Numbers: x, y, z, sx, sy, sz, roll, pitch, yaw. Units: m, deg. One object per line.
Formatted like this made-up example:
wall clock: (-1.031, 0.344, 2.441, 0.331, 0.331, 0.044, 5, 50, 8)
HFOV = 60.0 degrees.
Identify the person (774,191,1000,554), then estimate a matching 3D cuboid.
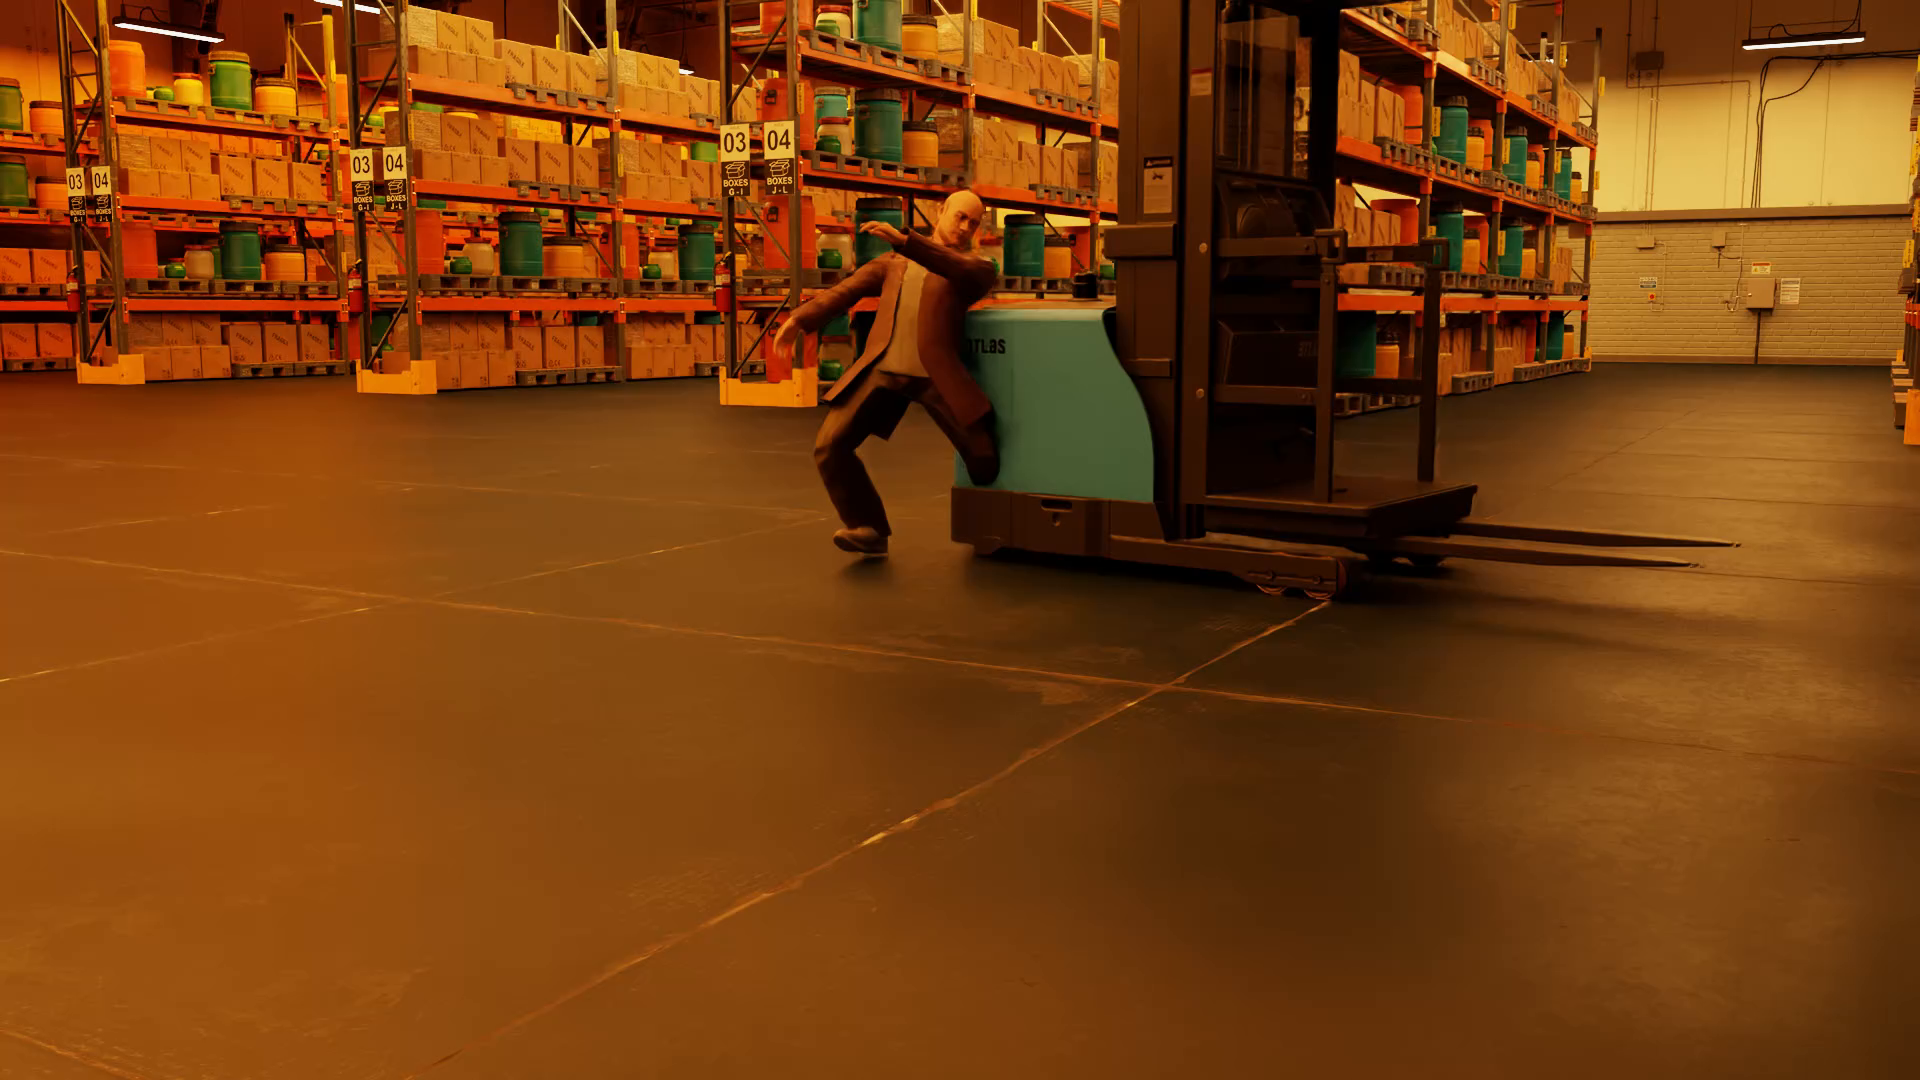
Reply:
person: (-0.303, -0.682, 7.115, 0.979, 1.517, 0.893, 1, 8, 11)

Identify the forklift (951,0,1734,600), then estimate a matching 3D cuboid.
forklift: (1.438, -1.310, 6.583, 3.031, 2.935, 1.130, 6, 10, 37)
